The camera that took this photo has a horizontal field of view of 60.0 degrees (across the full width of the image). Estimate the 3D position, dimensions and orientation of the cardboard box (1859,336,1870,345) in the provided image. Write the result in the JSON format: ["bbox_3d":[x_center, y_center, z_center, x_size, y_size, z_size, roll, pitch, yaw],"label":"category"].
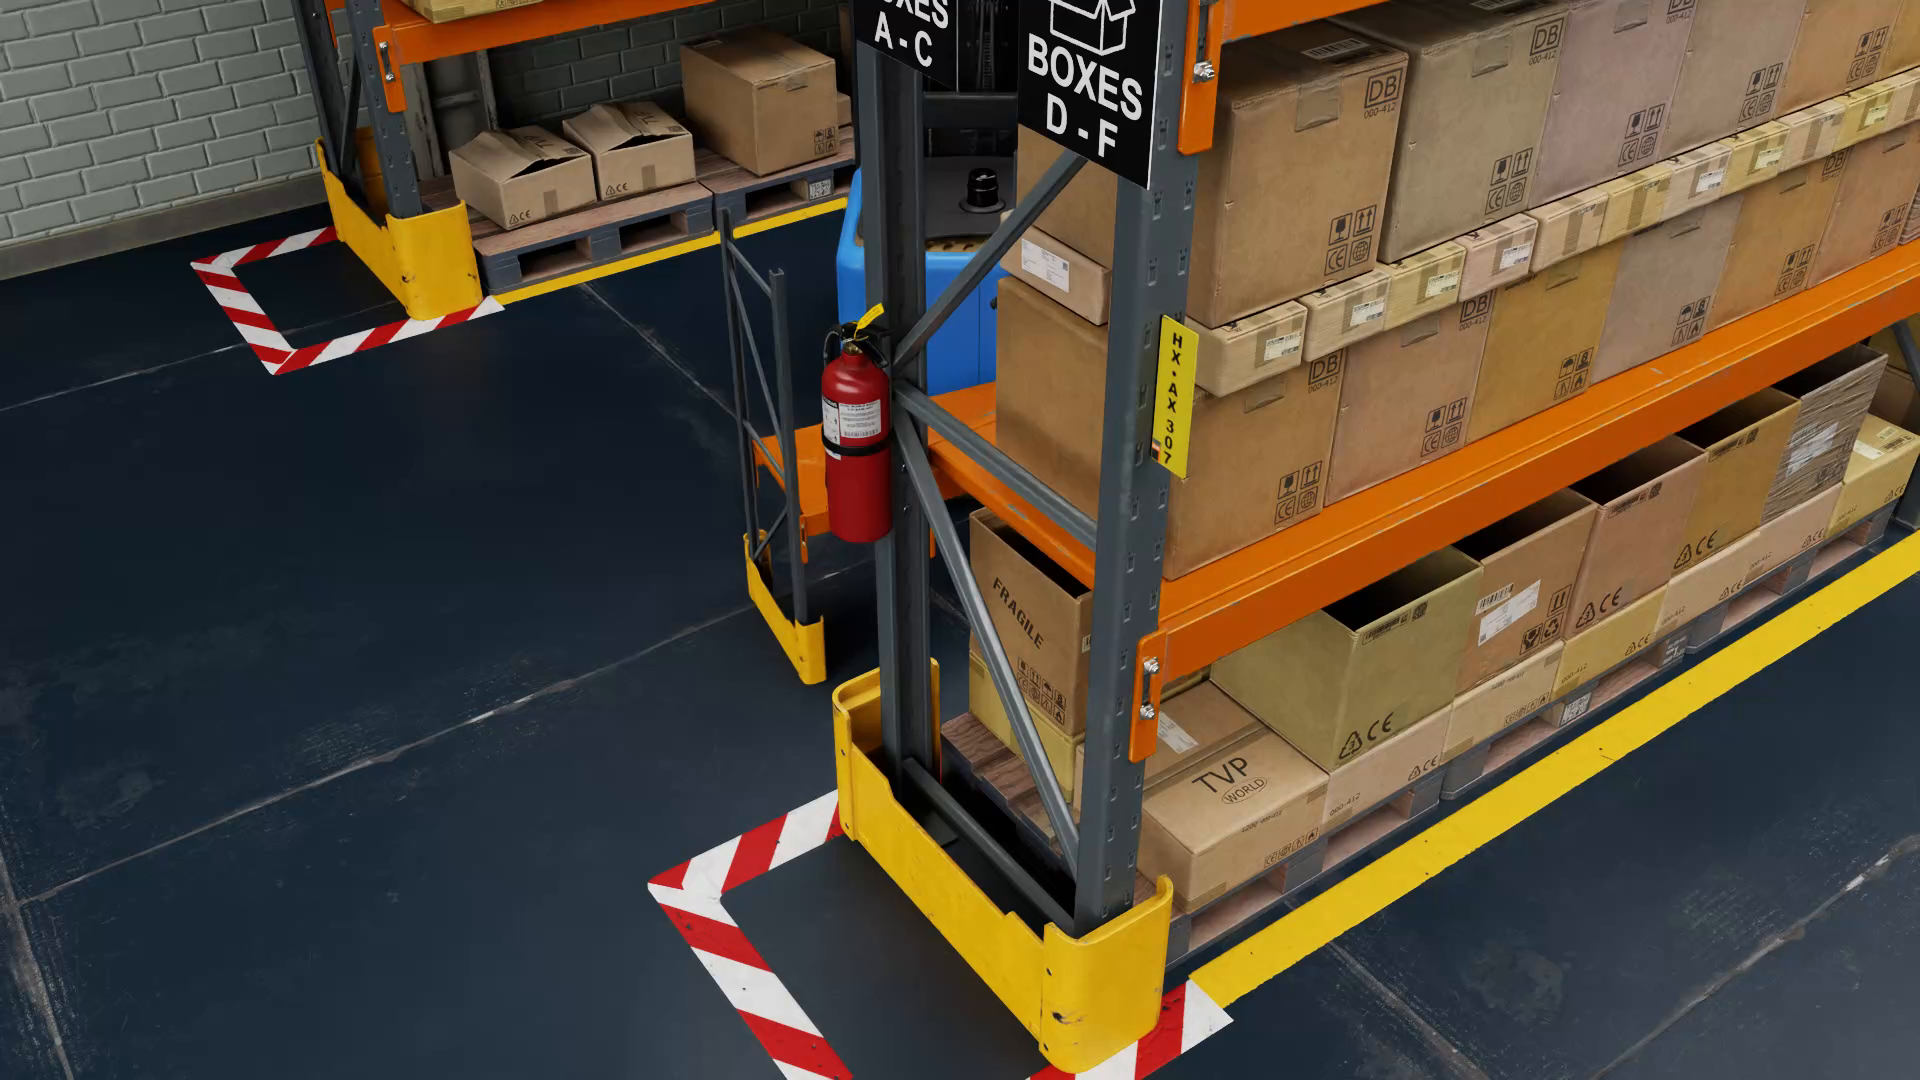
[{"bbox_3d":[3.540,-1.061,6.671,0.500,0.311,0.500,-22,41,-28],"label":"cardboard box"}]

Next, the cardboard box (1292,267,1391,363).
[{"bbox_3d":[0.764,-0.584,3.851,0.250,0.149,0.380,-24,42,-29],"label":"cardboard box"}]

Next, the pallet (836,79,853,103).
[{"bbox_3d":[-0.011,-2.494,9.537,1.213,0.211,1.003,-22,41,-28],"label":"pallet"}]

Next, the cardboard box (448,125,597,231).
[{"bbox_3d":[-2.135,-1.800,8.110,0.500,0.311,0.500,-28,44,-33],"label":"cardboard box"}]

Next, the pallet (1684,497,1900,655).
[{"bbox_3d":[2.700,-0.126,6.245,1.213,0.211,1.003,-22,41,-28],"label":"pallet"}]

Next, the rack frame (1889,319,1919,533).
[{"bbox_3d":[3.374,-1.506,5.775,0.127,3.000,1.000,-22,41,-28],"label":"rack frame"}]

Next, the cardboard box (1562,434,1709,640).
[{"bbox_3d":[1.899,-0.096,5.168,0.500,0.500,0.500,-22,41,-28],"label":"cardboard box"}]

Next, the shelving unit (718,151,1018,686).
[{"bbox_3d":[-0.154,-0.408,5.533,1.083,1.500,0.587,-16,39,-20],"label":"shelving unit"}]

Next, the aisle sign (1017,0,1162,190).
[{"bbox_3d":[0.227,-1.047,2.911,0.004,0.787,0.394,-22,41,-28],"label":"aisle sign"}]

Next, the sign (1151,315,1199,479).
[{"bbox_3d":[0.419,-0.277,3.257,0.005,0.325,0.100,-22,41,-28],"label":"sign"}]

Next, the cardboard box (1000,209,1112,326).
[{"bbox_3d":[0.307,-0.684,3.991,0.250,0.149,0.380,-23,42,-29],"label":"cardboard box"}]

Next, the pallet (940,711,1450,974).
[{"bbox_3d":[0.705,0.694,5.104,1.213,0.211,1.003,-22,41,-28],"label":"pallet"}]

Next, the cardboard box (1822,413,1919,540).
[{"bbox_3d":[3.121,-0.300,6.093,0.500,0.250,0.500,-22,41,-28],"label":"cardboard box"}]

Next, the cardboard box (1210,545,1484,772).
[{"bbox_3d":[1.079,0.238,4.704,0.500,0.500,0.500,-22,41,-28],"label":"cardboard box"}]

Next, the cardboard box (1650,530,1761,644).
[{"bbox_3d":[2.306,0.039,5.622,0.500,0.250,0.500,-22,41,-28],"label":"cardboard box"}]

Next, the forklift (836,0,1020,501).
[{"bbox_3d":[0.119,-2.165,6.749,1.130,2.935,3.031,1,36,2],"label":"forklift"}]

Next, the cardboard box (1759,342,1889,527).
[{"bbox_3d":[2.705,-0.442,5.648,0.500,0.500,0.500,-22,41,-28],"label":"cardboard box"}]

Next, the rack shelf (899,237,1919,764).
[{"bbox_3d":[1.739,-0.541,5.049,4.000,0.370,1.077,-22,41,-28],"label":"rack shelf"}]

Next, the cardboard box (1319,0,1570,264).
[{"bbox_3d":[0.963,-1.076,3.980,0.500,0.500,0.700,-24,42,-29],"label":"cardboard box"}]

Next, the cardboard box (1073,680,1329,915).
[{"bbox_3d":[0.671,0.711,4.687,0.500,0.250,0.500,-22,41,-28],"label":"cardboard box"}]

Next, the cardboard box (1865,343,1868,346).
[{"bbox_3d":[3.546,-0.838,6.841,0.500,0.250,0.500,-23,42,-28],"label":"cardboard box"}]

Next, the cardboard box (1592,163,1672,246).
[{"bbox_3d":[1.601,-0.928,4.330,0.250,0.149,0.380,-23,42,-28],"label":"cardboard box"}]

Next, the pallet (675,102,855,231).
[{"bbox_3d":[-1.009,-2.081,8.963,1.213,0.211,1.003,-22,41,-28],"label":"pallet"}]

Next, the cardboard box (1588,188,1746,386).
[{"bbox_3d":[1.757,-0.874,4.810,0.500,0.500,0.700,-21,41,-27],"label":"cardboard box"}]

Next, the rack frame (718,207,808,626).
[{"bbox_3d":[-0.621,-0.278,5.351,0.032,1.500,0.500,-16,39,-20],"label":"rack frame"}]

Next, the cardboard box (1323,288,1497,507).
[{"bbox_3d":[0.920,-0.531,4.333,0.500,0.500,0.700,-21,41,-27],"label":"cardboard box"}]

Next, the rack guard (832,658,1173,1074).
[{"bbox_3d":[0.085,0.863,4.623,0.348,0.500,1.175,-22,41,-28],"label":"rack guard"}]

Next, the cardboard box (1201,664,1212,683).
[{"bbox_3d":[0.774,0.290,5.273,0.500,0.250,0.500,-22,41,-28],"label":"cardboard box"}]

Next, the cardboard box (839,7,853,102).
[{"bbox_3d":[-0.308,-2.664,9.150,0.500,0.500,0.500,-26,43,-31],"label":"cardboard box"}]

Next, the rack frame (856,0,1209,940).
[{"bbox_3d":[0.104,-0.160,3.904,0.127,3.000,1.000,-22,41,-28],"label":"rack frame"}]

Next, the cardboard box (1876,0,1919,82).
[{"bbox_3d":[2.603,-1.750,4.918,0.500,0.500,0.700,-22,41,-28],"label":"cardboard box"}]

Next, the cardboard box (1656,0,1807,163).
[{"bbox_3d":[1.784,-1.414,4.451,0.500,0.500,0.700,-22,41,-28],"label":"cardboard box"}]

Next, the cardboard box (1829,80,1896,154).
[{"bbox_3d":[2.442,-1.275,4.812,0.250,0.149,0.380,-23,41,-28],"label":"cardboard box"}]

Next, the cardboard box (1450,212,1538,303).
[{"bbox_3d":[1.176,-0.751,4.084,0.250,0.149,0.380,-23,42,-29],"label":"cardboard box"}]

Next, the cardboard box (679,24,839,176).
[{"bbox_3d":[-1.040,-2.292,8.631,0.500,0.500,0.700,-25,43,-31],"label":"cardboard box"}]

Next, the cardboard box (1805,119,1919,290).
[{"bbox_3d":[2.588,-1.214,5.283,0.500,0.500,0.700,-23,42,-28],"label":"cardboard box"}]

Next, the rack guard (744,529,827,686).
[{"bbox_3d":[-0.604,0.225,5.723,0.087,0.250,0.587,-16,39,-20],"label":"rack guard"}]

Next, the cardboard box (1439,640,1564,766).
[{"bbox_3d":[1.486,0.373,5.157,0.500,0.250,0.500,-22,41,-28],"label":"cardboard box"}]

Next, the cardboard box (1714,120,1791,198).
[{"bbox_3d":[2.021,-1.099,4.568,0.250,0.149,0.380,-21,41,-26],"label":"cardboard box"}]
